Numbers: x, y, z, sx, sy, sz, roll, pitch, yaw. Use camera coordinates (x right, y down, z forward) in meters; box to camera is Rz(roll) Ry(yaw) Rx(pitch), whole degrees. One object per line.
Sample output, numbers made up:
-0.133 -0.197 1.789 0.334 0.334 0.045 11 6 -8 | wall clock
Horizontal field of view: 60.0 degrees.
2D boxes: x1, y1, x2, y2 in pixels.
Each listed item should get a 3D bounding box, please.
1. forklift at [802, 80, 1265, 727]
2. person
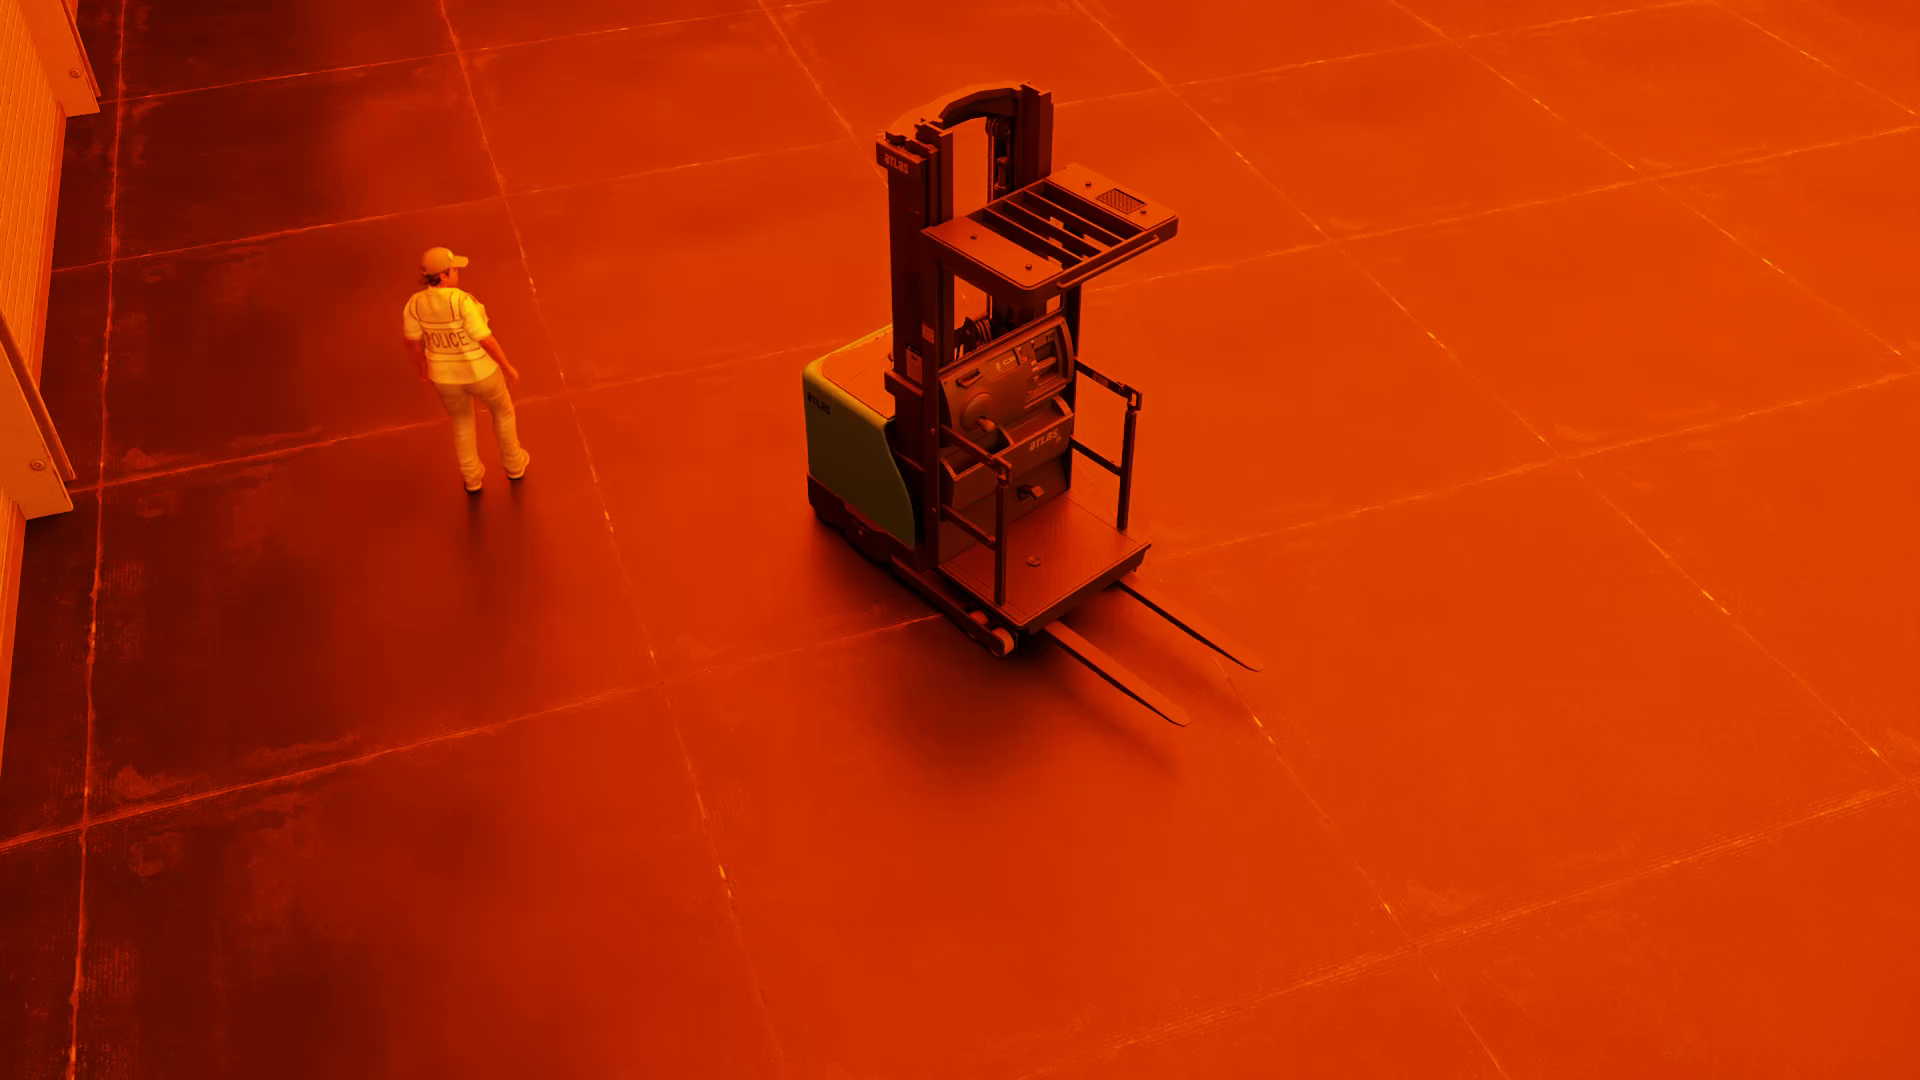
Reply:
0.409 -0.833 8.988 1.130 2.935 3.031 -30 49 -31 | forklift
-3.034 -1.063 10.255 0.643 1.659 0.470 2 40 2 | person
